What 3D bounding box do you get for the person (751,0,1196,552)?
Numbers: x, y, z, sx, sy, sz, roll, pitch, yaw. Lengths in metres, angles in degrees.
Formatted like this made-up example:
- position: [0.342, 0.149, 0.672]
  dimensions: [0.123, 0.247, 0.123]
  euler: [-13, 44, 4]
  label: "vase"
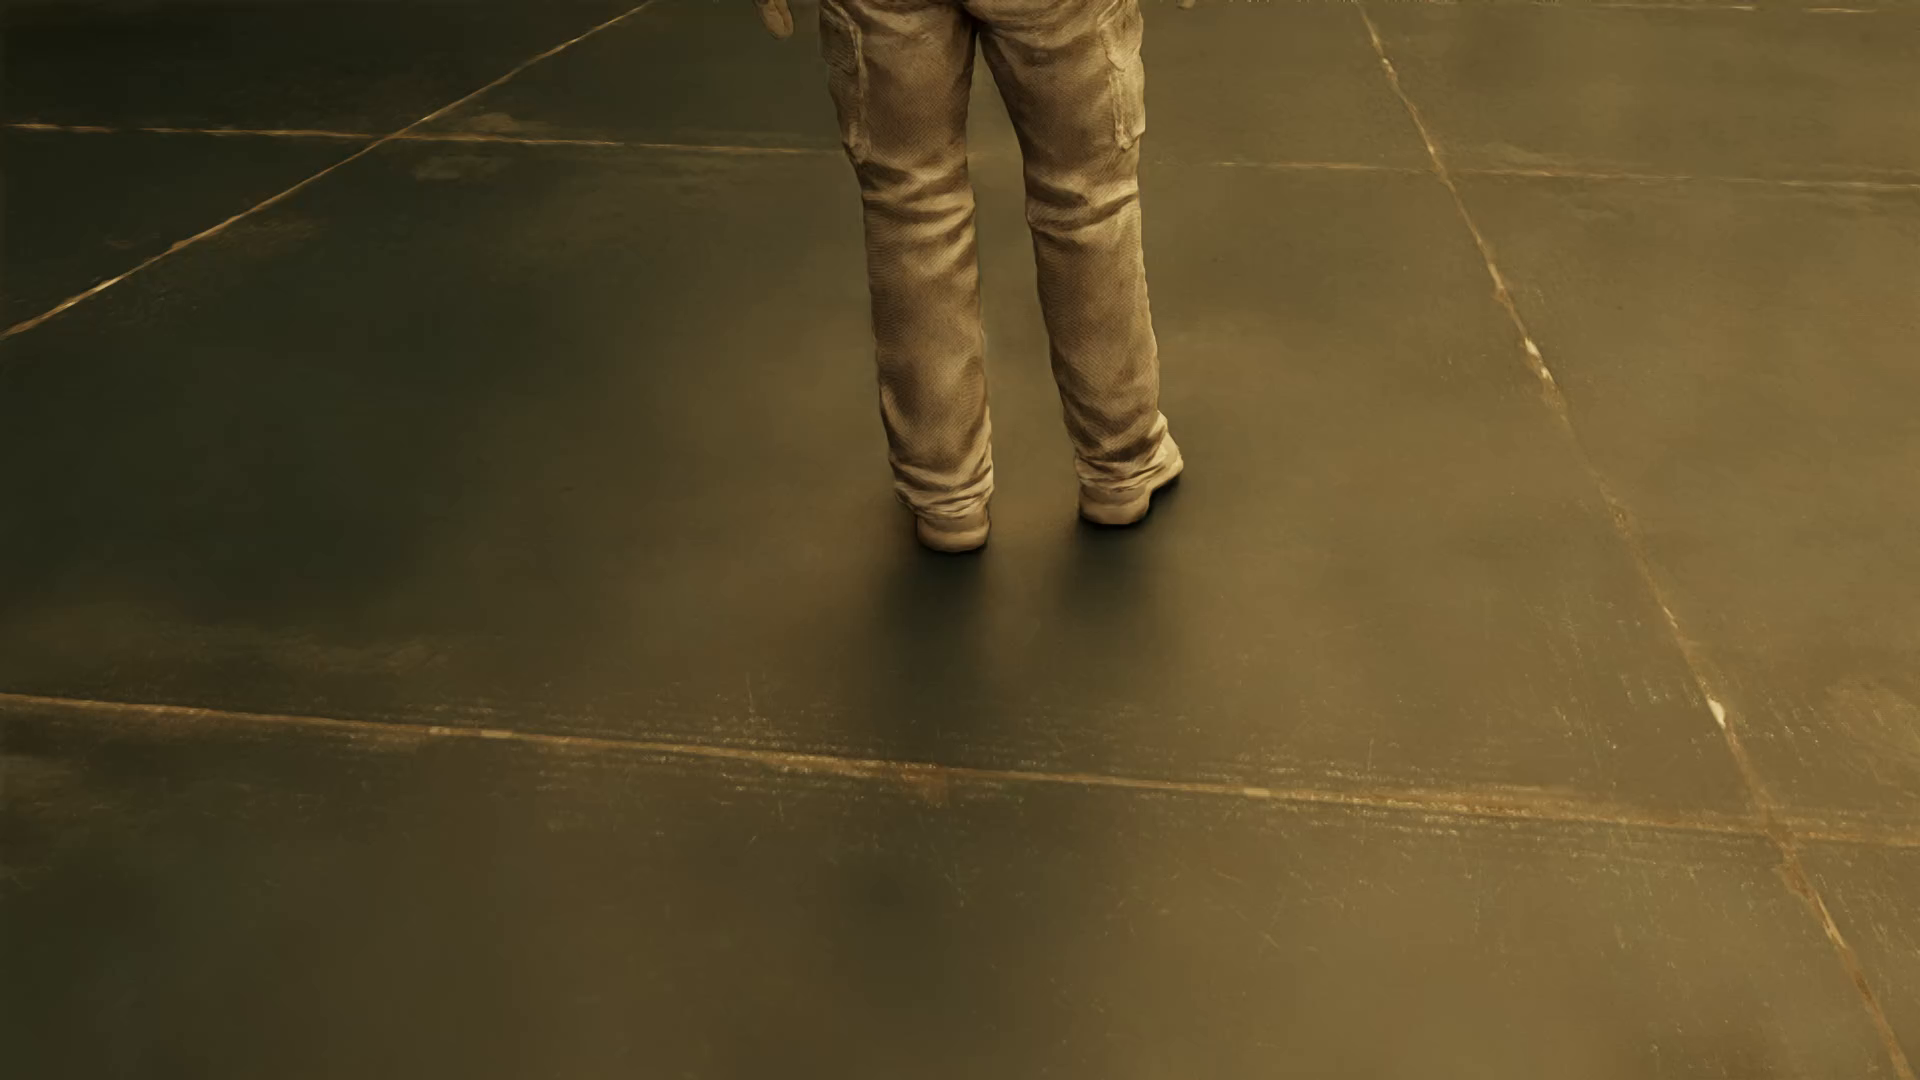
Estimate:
- position: [0.017, -0.836, 2.162]
  dimensions: [0.655, 1.782, 0.576]
  euler: [3, 27, 7]
  label: "person"
